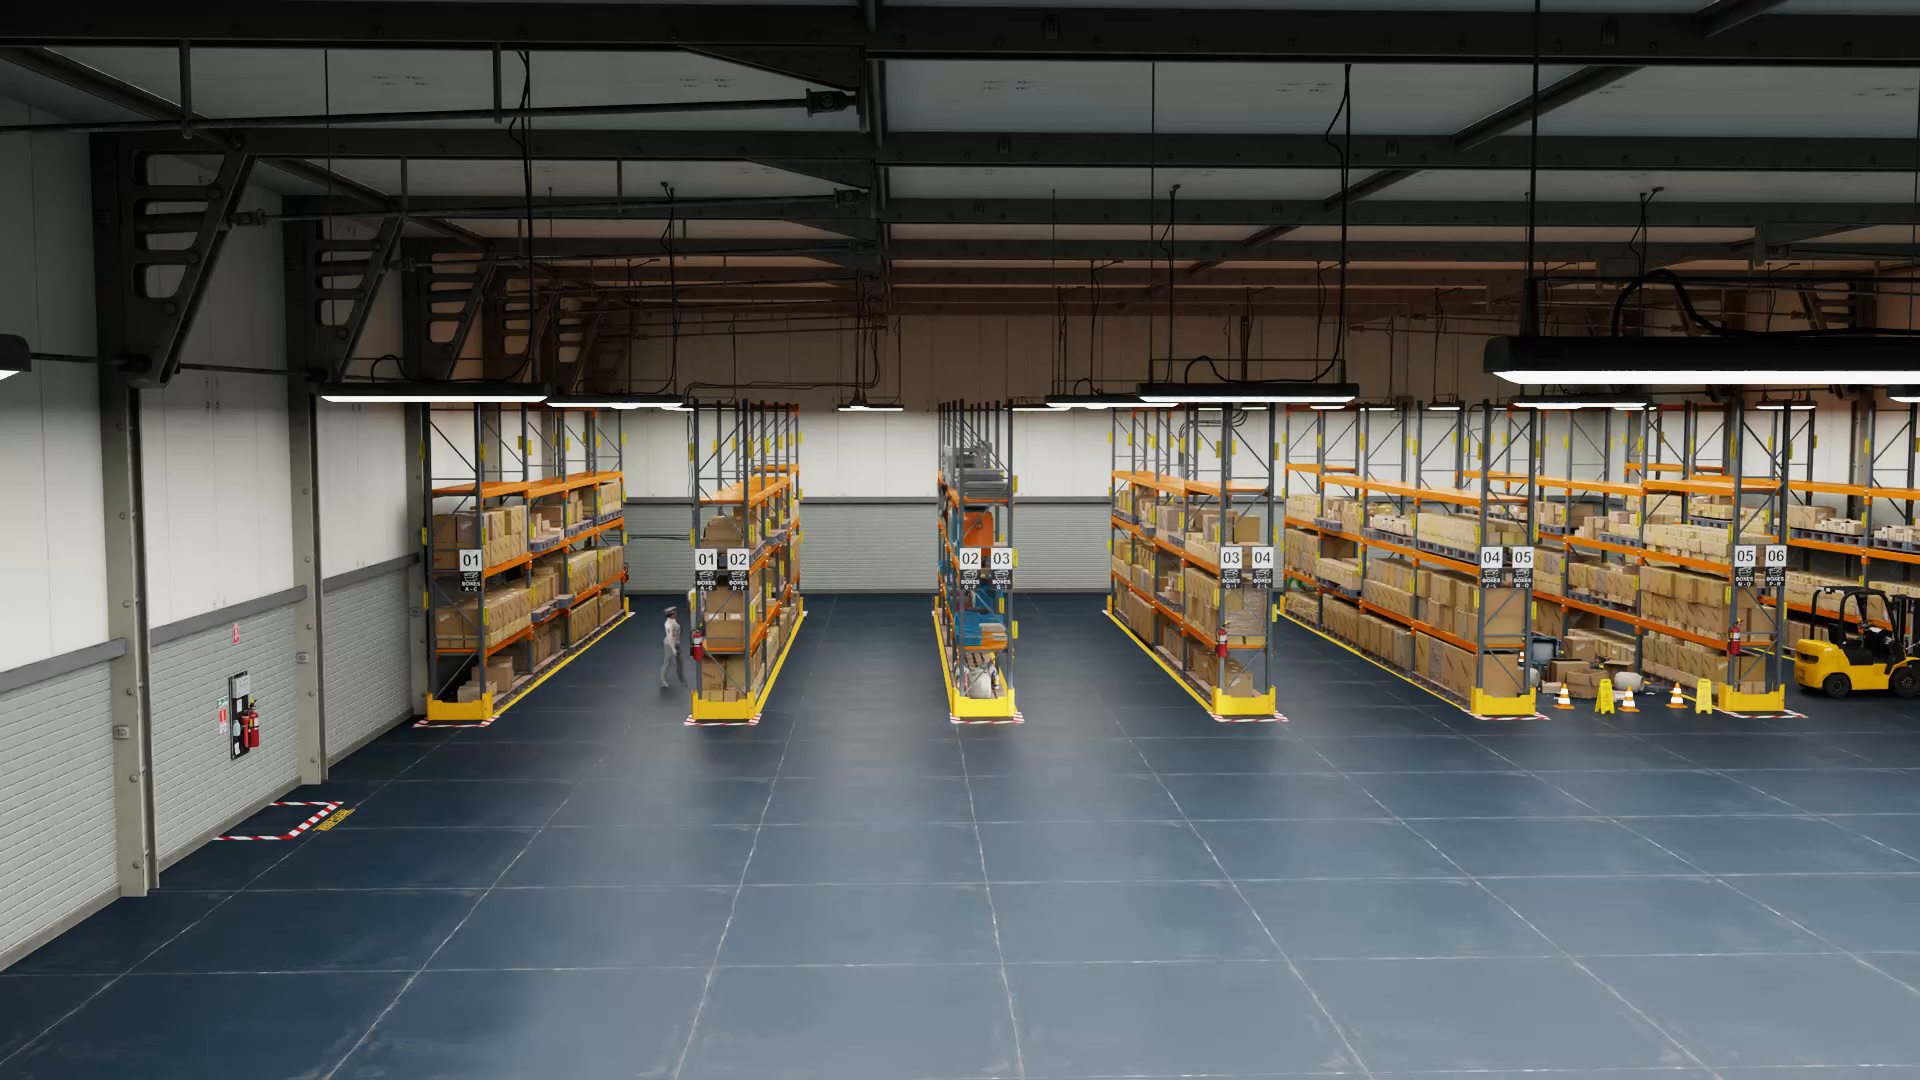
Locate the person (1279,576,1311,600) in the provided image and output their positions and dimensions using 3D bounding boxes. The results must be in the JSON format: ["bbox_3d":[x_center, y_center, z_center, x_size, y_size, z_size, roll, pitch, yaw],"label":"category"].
[{"bbox_3d":[10.270,0.985,50.827,1.040,1.755,0.580,-1,4,-13],"label":"person"}]

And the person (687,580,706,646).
[{"bbox_3d":[-6.474,1.767,41.213,0.587,1.642,0.987,0,4,-1],"label":"person"}]

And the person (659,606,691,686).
[{"bbox_3d":[-6.028,2.243,35.000,0.508,1.711,0.619,2,5,20],"label":"person"}]
